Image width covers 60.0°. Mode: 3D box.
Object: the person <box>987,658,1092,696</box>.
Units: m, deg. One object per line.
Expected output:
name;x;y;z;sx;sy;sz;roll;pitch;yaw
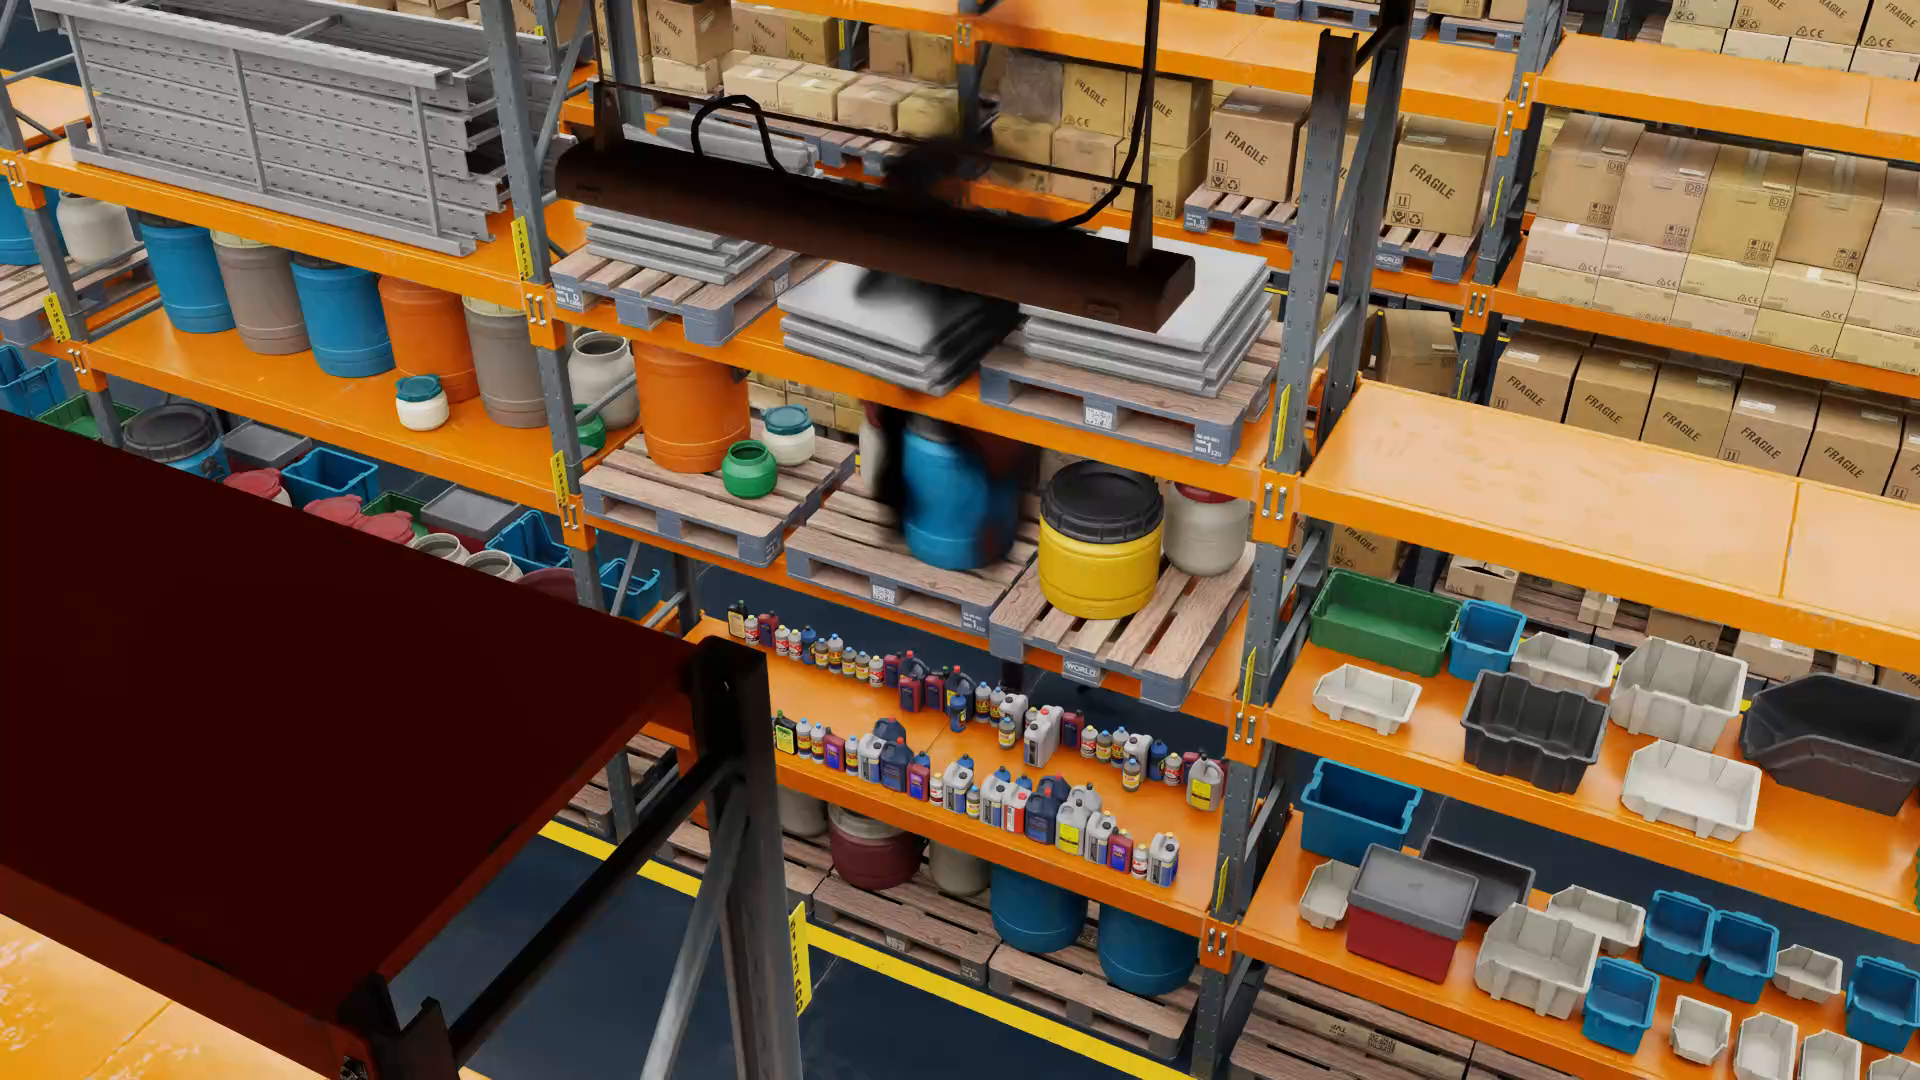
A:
person;0.607;0.479;11.698;0.927;1.712;0.646;8;36;12
